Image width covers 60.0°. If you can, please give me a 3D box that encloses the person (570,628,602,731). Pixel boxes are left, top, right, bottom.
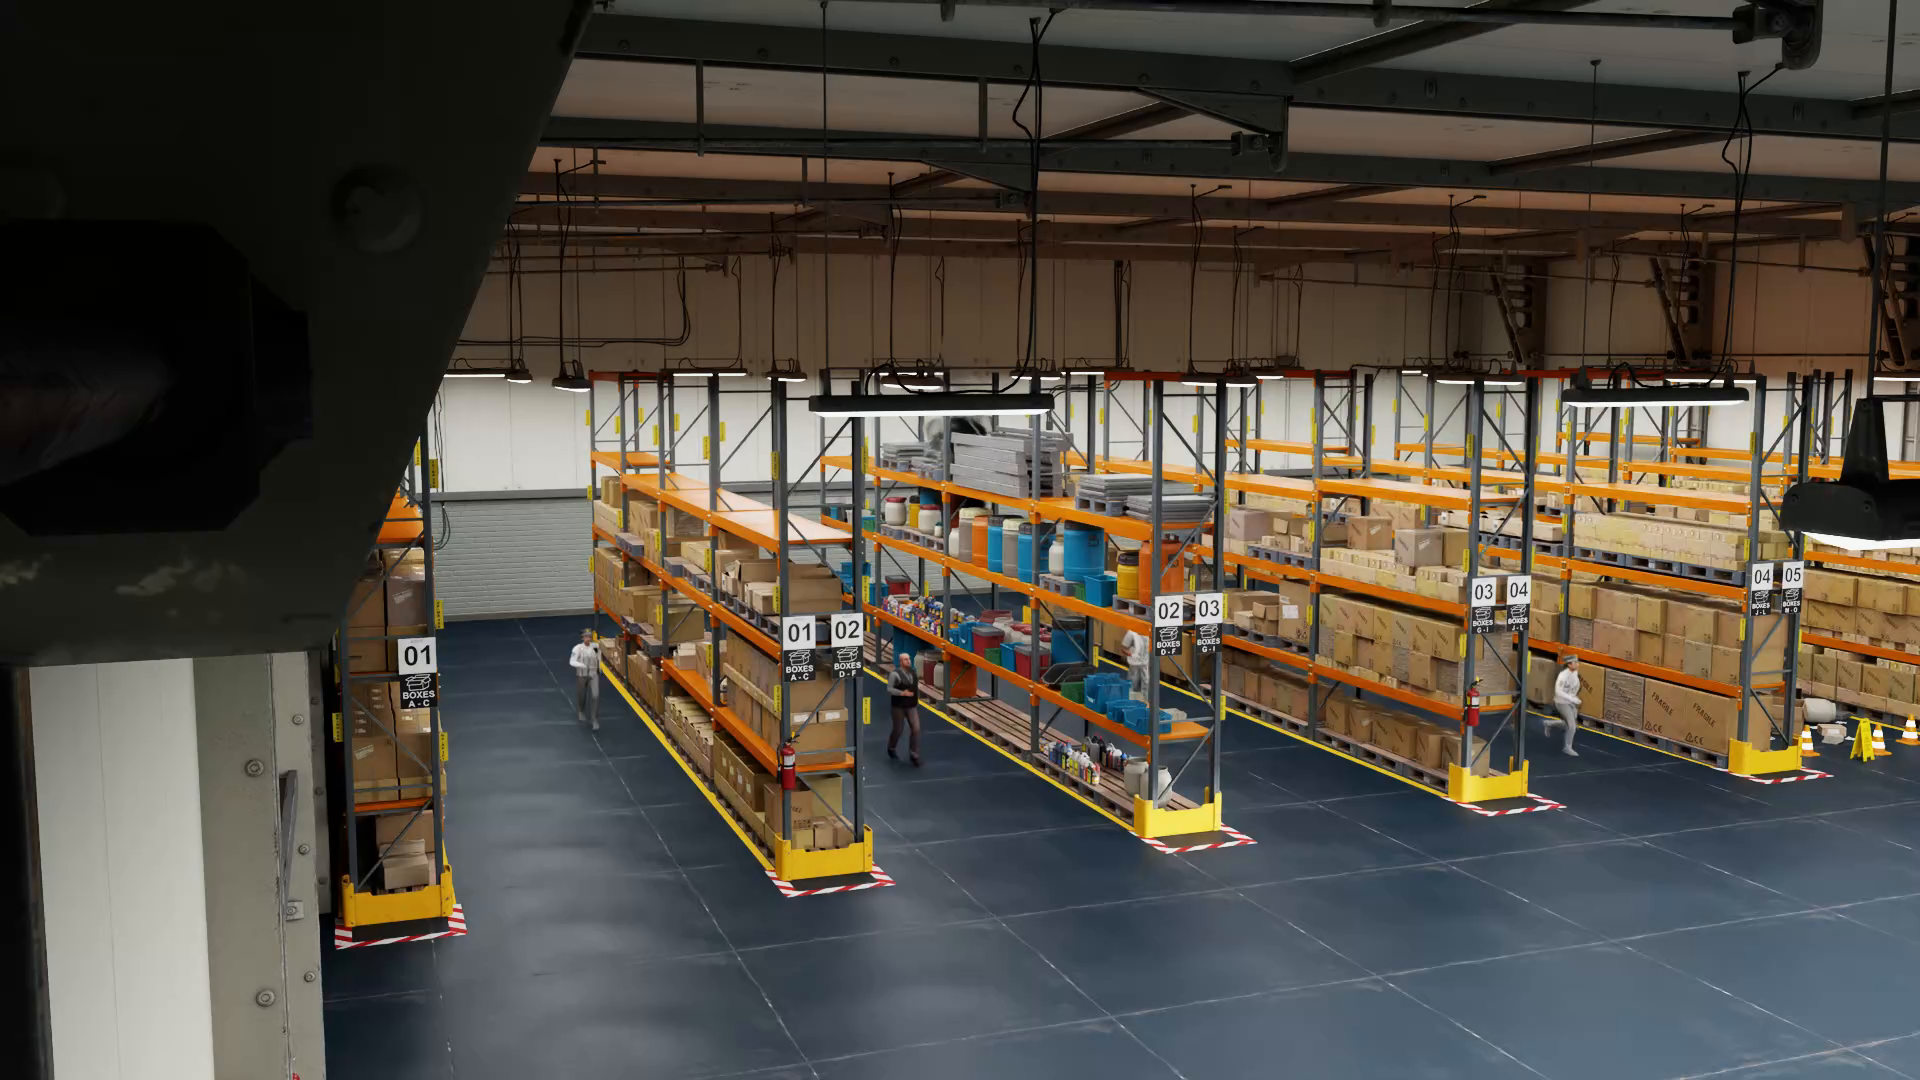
[{"bbox_3d":[-6.359,2.331,28.325,0.562,1.715,0.857,-2,7,-19],"label":"person"}]

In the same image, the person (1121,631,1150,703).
[{"bbox_3d":[3.126,2.187,29.245,0.707,1.773,1.032,-3,7,-25],"label":"person"}]

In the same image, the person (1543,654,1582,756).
[{"bbox_3d":[9.592,2.597,26.404,0.648,1.649,0.655,-6,9,-44],"label":"person"}]

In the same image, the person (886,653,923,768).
[{"bbox_3d":[-0.883,2.614,25.700,0.640,1.768,0.791,-4,8,-32],"label":"person"}]
